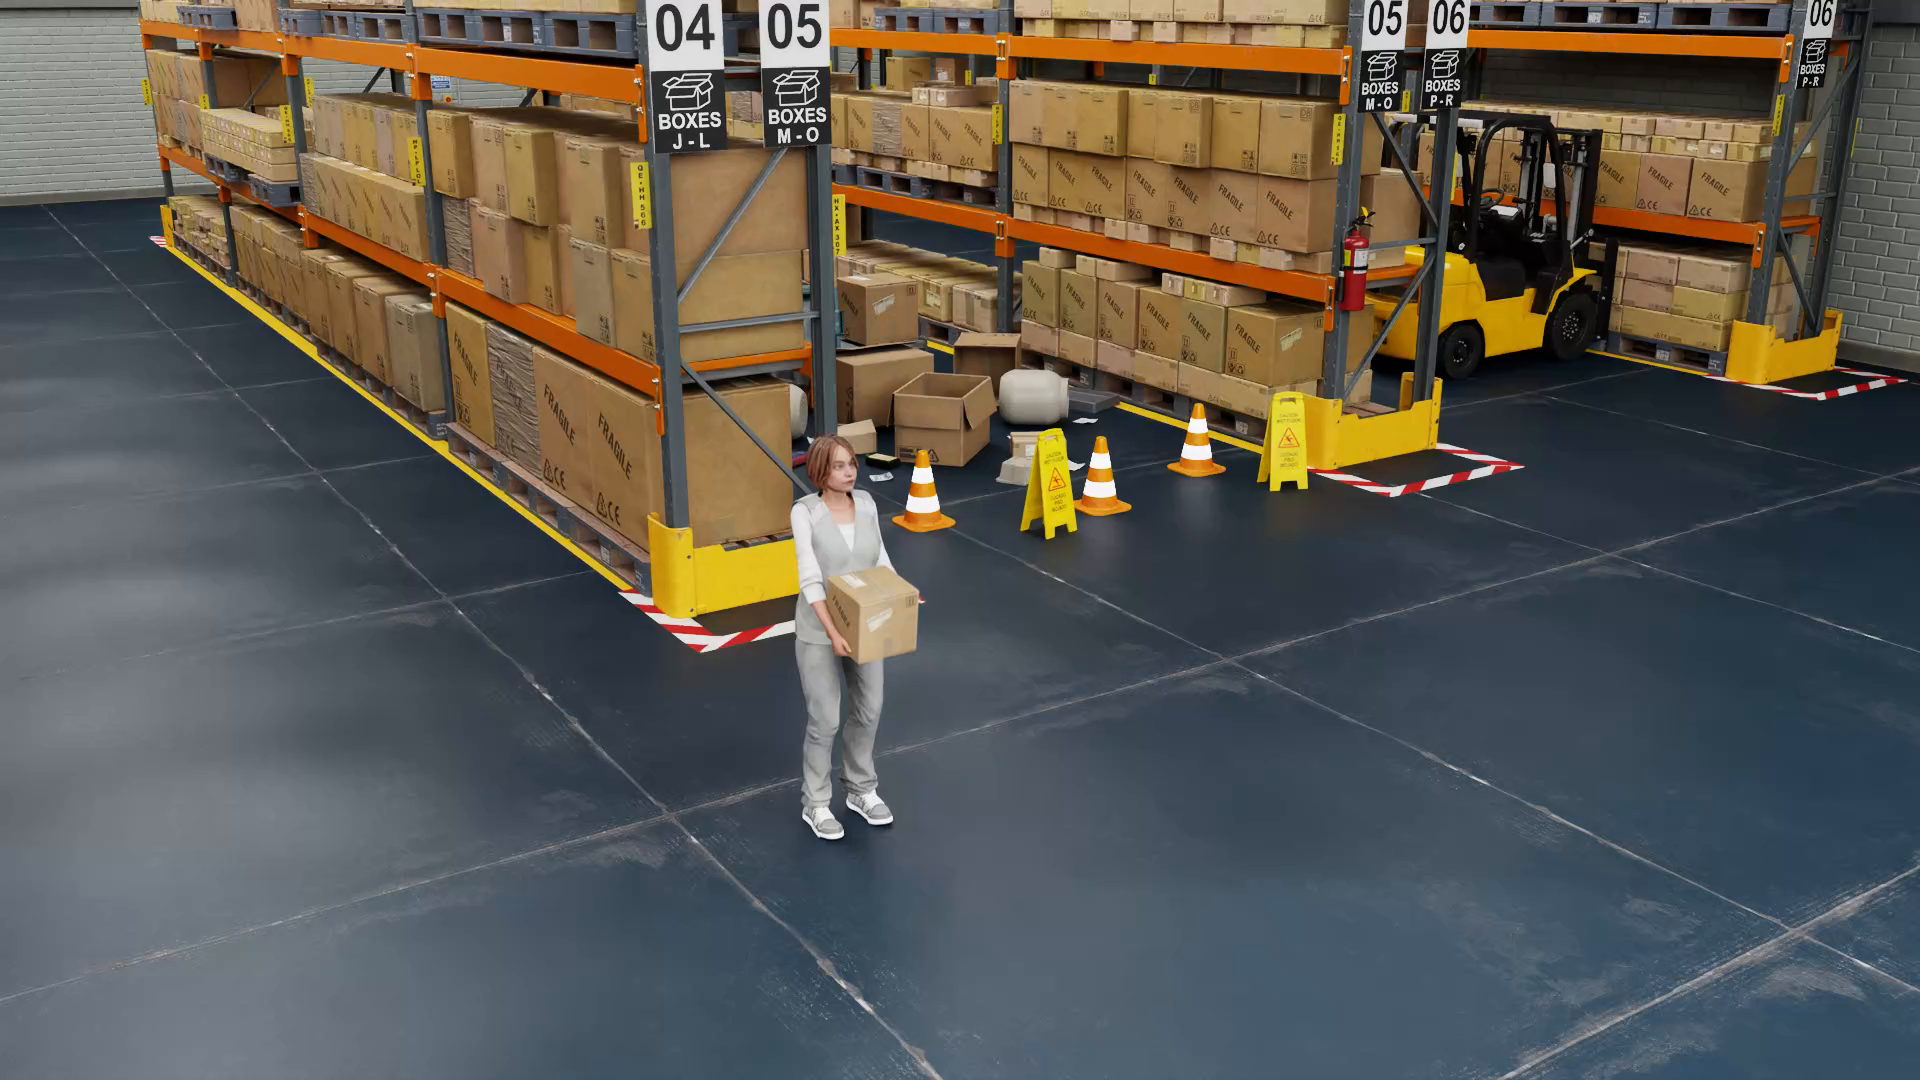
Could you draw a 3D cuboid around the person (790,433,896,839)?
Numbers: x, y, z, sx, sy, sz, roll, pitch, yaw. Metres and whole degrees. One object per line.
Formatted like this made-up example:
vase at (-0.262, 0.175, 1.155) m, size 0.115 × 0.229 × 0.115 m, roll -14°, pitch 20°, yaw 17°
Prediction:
person at (-0.419, 0.394, 6.397) m, size 0.406 × 1.588 × 0.497 m, roll -12°, pitch 22°, yaw -31°
